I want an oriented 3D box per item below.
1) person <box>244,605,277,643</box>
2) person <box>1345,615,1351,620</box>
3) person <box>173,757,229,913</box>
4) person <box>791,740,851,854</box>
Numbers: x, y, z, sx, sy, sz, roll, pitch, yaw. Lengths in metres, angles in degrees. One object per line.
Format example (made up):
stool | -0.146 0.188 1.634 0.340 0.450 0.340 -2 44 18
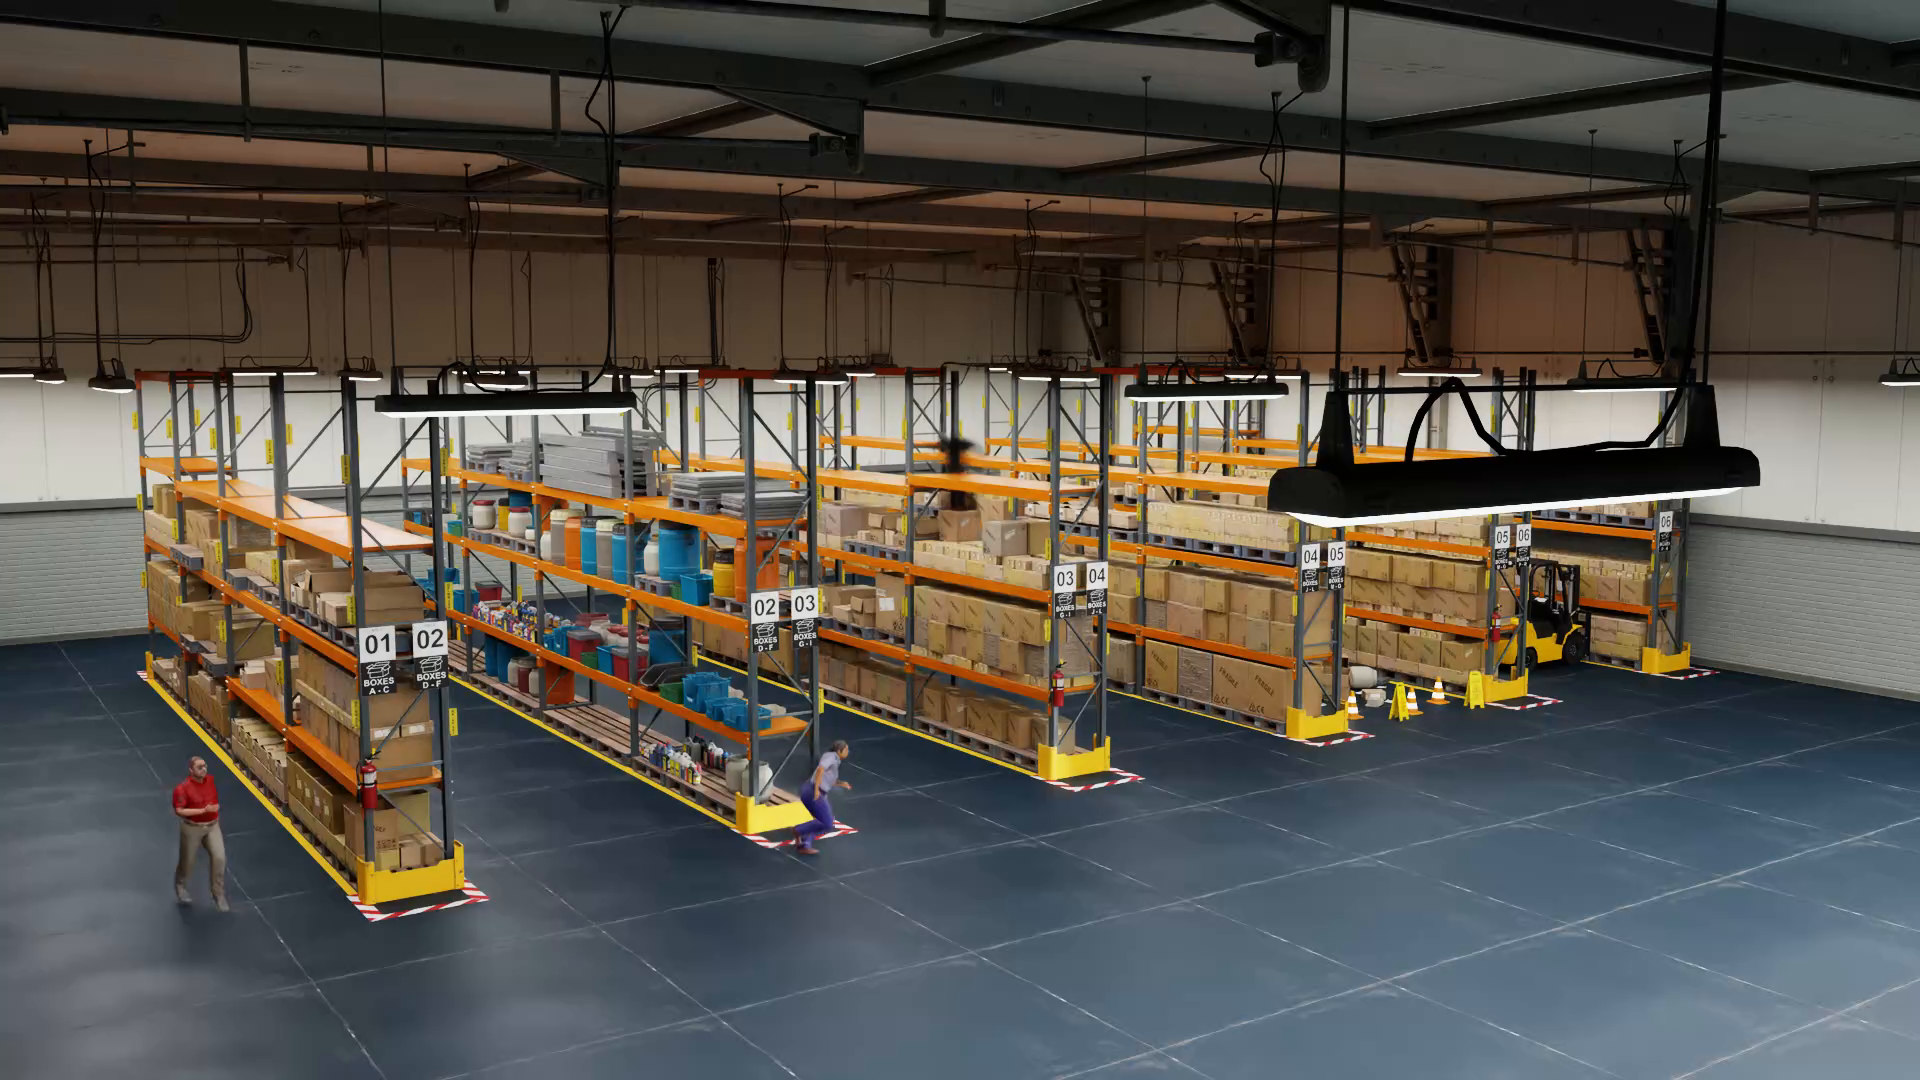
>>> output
person | -14.289 1.664 33.940 0.723 1.759 0.814 2 7 19
person | 8.561 1.559 36.034 1.090 1.484 0.545 5 8 39
person | -8.684 3.341 18.944 0.890 1.792 0.613 5 8 37
person | -1.749 3.254 20.947 0.773 1.472 0.634 -1 7 -8
